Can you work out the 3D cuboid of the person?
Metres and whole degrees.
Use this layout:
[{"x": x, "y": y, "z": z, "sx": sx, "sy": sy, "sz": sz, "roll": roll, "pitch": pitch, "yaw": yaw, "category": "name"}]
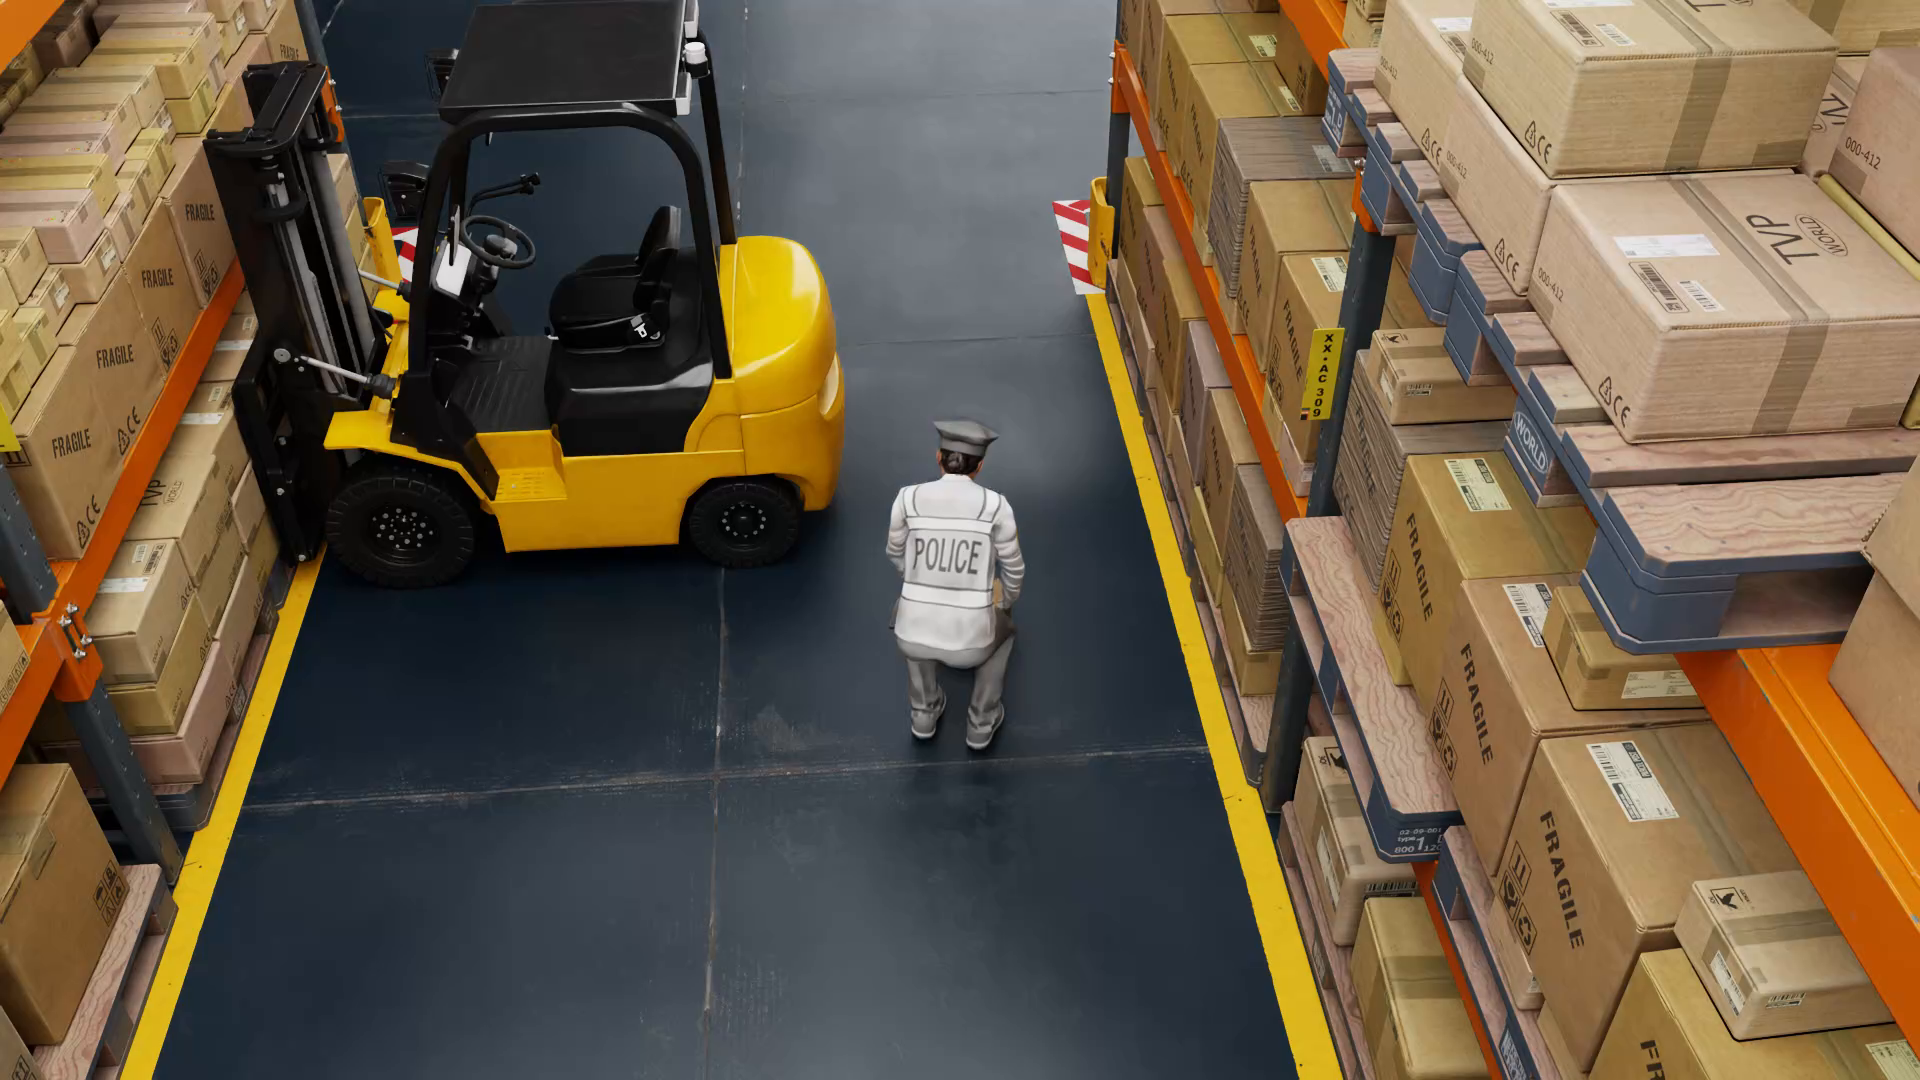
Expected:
[{"x": -0.040, "y": 0.204, "z": 6.227, "sx": 0.531, "sy": 1.263, "sz": 0.764, "roll": 9, "pitch": 40, "yaw": 11, "category": "person"}]
